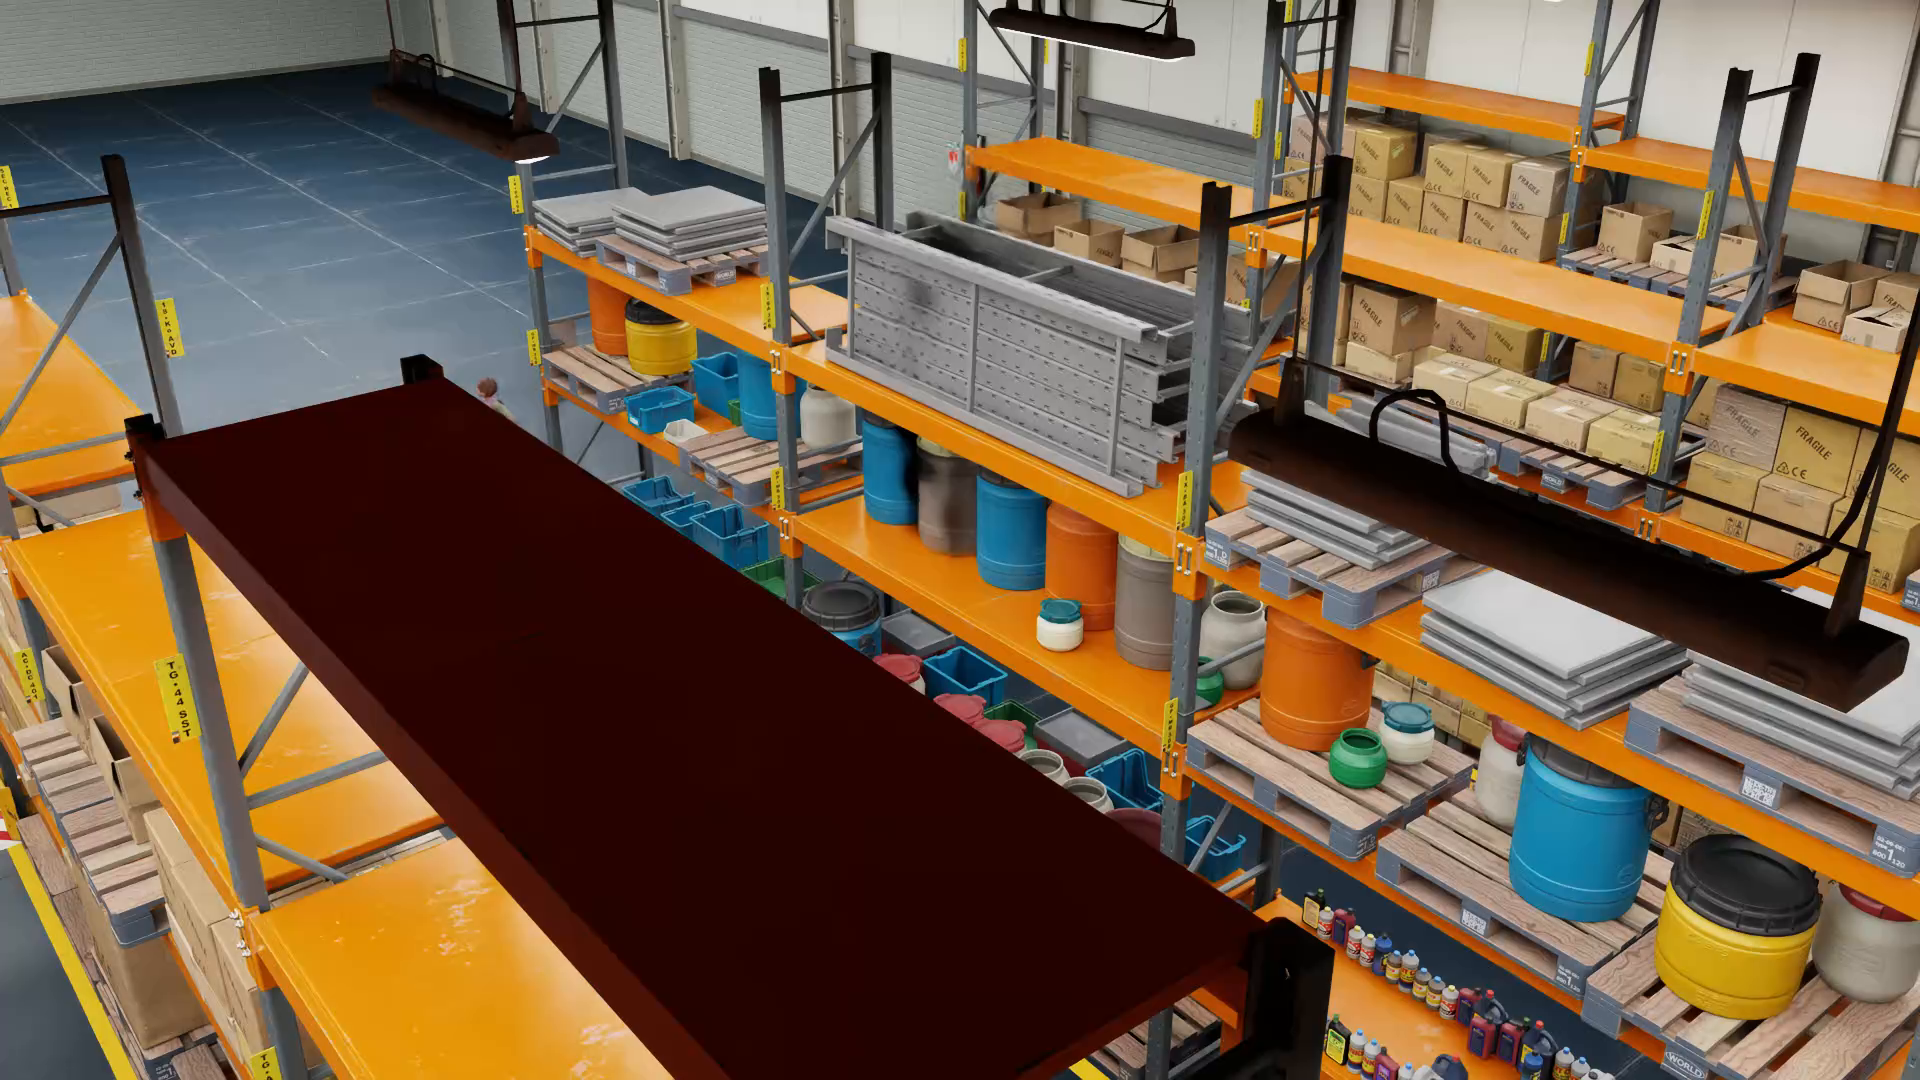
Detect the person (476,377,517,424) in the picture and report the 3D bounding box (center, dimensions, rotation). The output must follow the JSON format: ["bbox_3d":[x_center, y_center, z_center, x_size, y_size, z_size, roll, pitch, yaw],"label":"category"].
[{"bbox_3d":[-5.154,-1.059,18.629,0.729,1.639,0.524,-7,27,-14],"label":"person"}]
